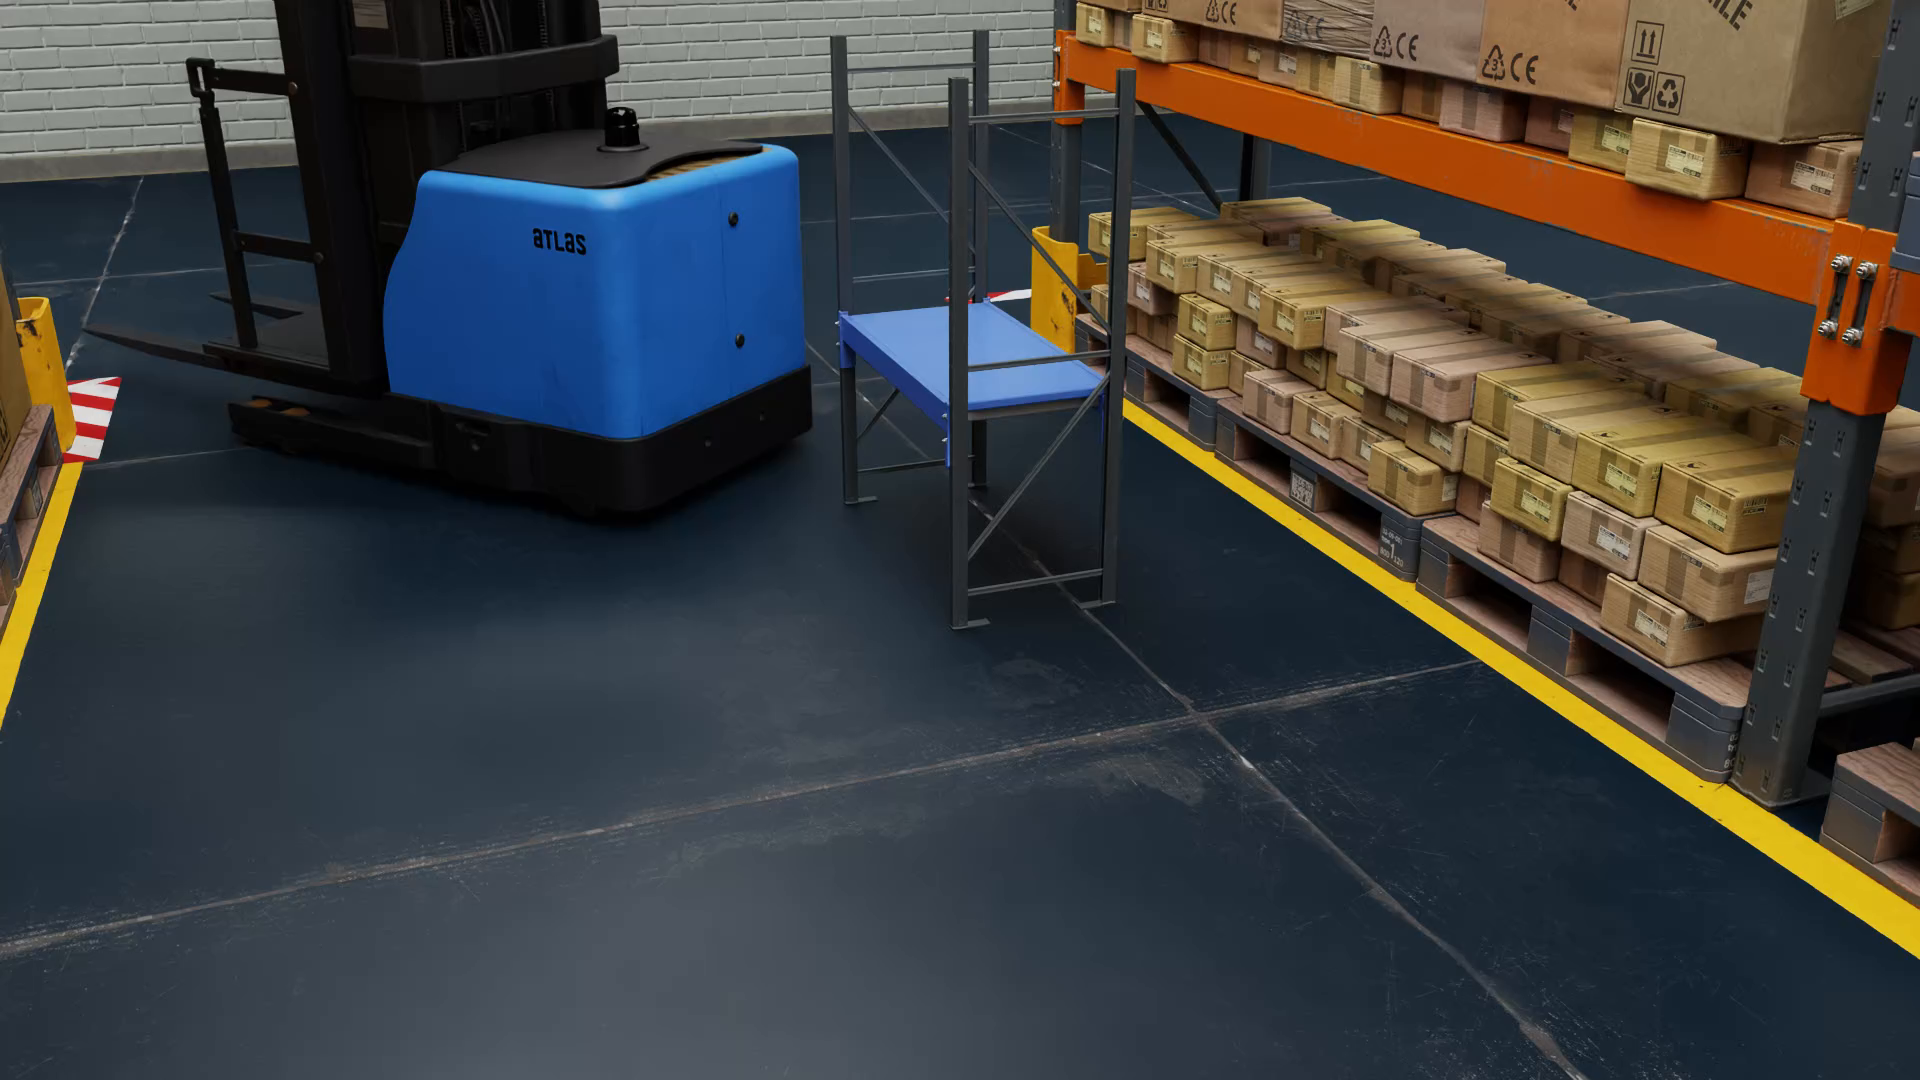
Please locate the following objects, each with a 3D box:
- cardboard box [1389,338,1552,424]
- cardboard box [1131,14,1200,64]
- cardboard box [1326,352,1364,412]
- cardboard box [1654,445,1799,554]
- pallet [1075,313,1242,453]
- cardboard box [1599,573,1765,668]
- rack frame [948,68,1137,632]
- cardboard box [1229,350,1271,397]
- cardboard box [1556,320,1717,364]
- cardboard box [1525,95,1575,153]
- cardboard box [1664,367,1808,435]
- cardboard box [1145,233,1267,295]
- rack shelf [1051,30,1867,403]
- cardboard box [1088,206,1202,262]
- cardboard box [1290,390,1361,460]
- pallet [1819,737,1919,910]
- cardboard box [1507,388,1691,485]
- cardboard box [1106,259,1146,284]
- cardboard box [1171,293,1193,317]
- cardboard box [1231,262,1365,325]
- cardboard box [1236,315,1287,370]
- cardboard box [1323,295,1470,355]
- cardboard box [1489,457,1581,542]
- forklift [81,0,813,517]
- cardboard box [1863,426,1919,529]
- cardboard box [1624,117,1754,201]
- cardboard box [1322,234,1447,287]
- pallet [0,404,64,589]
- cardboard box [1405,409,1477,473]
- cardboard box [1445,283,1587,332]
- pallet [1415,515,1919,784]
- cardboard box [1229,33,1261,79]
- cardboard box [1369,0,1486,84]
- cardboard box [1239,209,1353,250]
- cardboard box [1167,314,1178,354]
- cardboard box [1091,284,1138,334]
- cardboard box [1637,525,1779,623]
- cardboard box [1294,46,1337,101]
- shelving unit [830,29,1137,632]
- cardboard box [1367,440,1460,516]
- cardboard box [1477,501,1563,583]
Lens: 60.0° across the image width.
[{"bbox_3d":[1.492,-0.469,4.865,0.380,0.149,0.250,-10,25,-22],"label":"cardboard box"},{"bbox_3d":[0.852,-1.837,6.070,0.380,0.149,0.250,-9,24,-20],"label":"cardboard box"},{"bbox_3d":[1.421,-0.531,5.395,0.380,0.149,0.250,-7,24,-16],"label":"cardboard box"},{"bbox_3d":[1.915,-0.102,3.993,0.380,0.149,0.250,-8,24,-17],"label":"cardboard box"},{"bbox_3d":[1.152,-0.695,6.627,1.003,0.211,1.213,-8,24,-19],"label":"pallet"},{"bbox_3d":[1.827,0.170,4.114,0.380,0.149,0.250,-8,24,-18],"label":"cardboard box"},{"bbox_3d":[0.210,-0.475,4.447,0.500,1.500,0.032,-8,24,-19],"label":"rack frame"},{"bbox_3d":[1.187,-0.592,5.923,0.380,0.149,0.250,-8,24,-19],"label":"cardboard box"},{"bbox_3d":[2.052,-0.550,5.058,0.380,0.149,0.250,-8,24,-18],"label":"cardboard box"},{"bbox_3d":[1.706,-1.097,4.314,0.380,0.149,0.250,-9,24,-20],"label":"cardboard box"},{"bbox_3d":[2.179,-0.355,4.594,0.380,0.149,0.250,-9,24,-20],"label":"cardboard box"},{"bbox_3d":[0.917,-1.032,6.200,0.380,0.149,0.250,-8,24,-19],"label":"cardboard box"},{"bbox_3d":[1.577,-1.249,5.278,1.077,0.370,4.000,-8,24,-19],"label":"rack shelf"},{"bbox_3d":[0.738,-1.225,6.657,0.380,0.149,0.250,-10,25,-21],"label":"cardboard box"},{"bbox_3d":[1.315,-0.393,5.450,0.380,0.149,0.250,-8,24,-19],"label":"cardboard box"},{"bbox_3d":[2.560,0.713,3.286,1.003,0.211,1.213,-8,24,-19],"label":"pallet"},{"bbox_3d":[1.693,-0.279,4.413,0.380,0.149,0.250,-9,24,-19],"label":"cardboard box"},{"bbox_3d":[0.816,-1.099,6.742,0.380,0.149,0.250,-7,24,-17],"label":"cardboard box"},{"bbox_3d":[1.029,-0.915,6.305,0.380,0.149,0.250,-8,24,-18],"label":"cardboard box"},{"bbox_3d":[1.171,-0.851,5.771,0.380,0.149,0.250,-7,24,-17],"label":"cardboard box"},{"bbox_3d":[1.201,-0.723,5.851,0.380,0.149,0.250,-10,25,-22],"label":"cardboard box"},{"bbox_3d":[1.400,-0.671,5.344,0.380,0.149,0.250,-8,24,-19],"label":"cardboard box"},{"bbox_3d":[1.657,-0.133,4.452,0.380,0.149,0.250,-9,25,-21],"label":"cardboard box"},{"bbox_3d":[-2.072,-1.825,5.807,3.031,2.935,1.130,12,26,27],"label":"forklift"},{"bbox_3d":[2.356,-0.162,4.136,0.380,0.149,0.250,-7,24,-17],"label":"cardboard box"},{"bbox_3d":[1.771,-0.889,3.820,0.380,0.149,0.250,-9,24,-20],"label":"cardboard box"},{"bbox_3d":[1.572,-1.025,6.185,0.380,0.149,0.250,-9,25,-21],"label":"cardboard box"},{"bbox_3d":[-3.449,-0.099,5.213,1.003,0.211,1.213,-8,24,-19],"label":"pallet"},{"bbox_3d":[1.552,-0.328,4.913,0.380,0.149,0.250,-8,24,-18],"label":"cardboard box"},{"bbox_3d":[1.828,-0.733,5.491,0.380,0.149,0.250,-8,24,-19],"label":"cardboard box"},{"bbox_3d":[2.013,0.192,4.524,1.003,0.211,1.213,-8,24,-19],"label":"pallet"},{"bbox_3d":[1.145,-1.660,5.650,0.380,0.149,0.250,-9,24,-20],"label":"cardboard box"},{"bbox_3d":[1.492,-1.544,4.540,0.500,0.500,0.500,-8,24,-19],"label":"cardboard box"},{"bbox_3d":[1.330,-1.205,6.610,0.380,0.149,0.250,-8,24,-18],"label":"cardboard box"},{"bbox_3d":[1.020,-0.780,6.368,0.380,0.149,0.250,-8,24,-18],"label":"cardboard box"},{"bbox_3d":[0.756,-0.953,6.779,0.380,0.149,0.250,-8,24,-18],"label":"cardboard box"},{"bbox_3d":[1.875,0.058,3.997,0.380,0.149,0.250,-8,24,-18],"label":"cardboard box"},{"bbox_3d":[1.277,-1.469,5.198,0.380,0.149,0.250,-7,24,-17],"label":"cardboard box"},{"bbox_3d":[0.030,-0.660,4.885,0.538,1.500,1.048,-8,24,-19],"label":"shelving unit"},{"bbox_3d":[1.461,-0.206,5.006,0.380,0.149,0.250,-8,24,-19],"label":"cardboard box"},{"bbox_3d":[1.659,-0.023,4.572,0.380,0.149,0.250,-9,25,-21],"label":"cardboard box"}]
